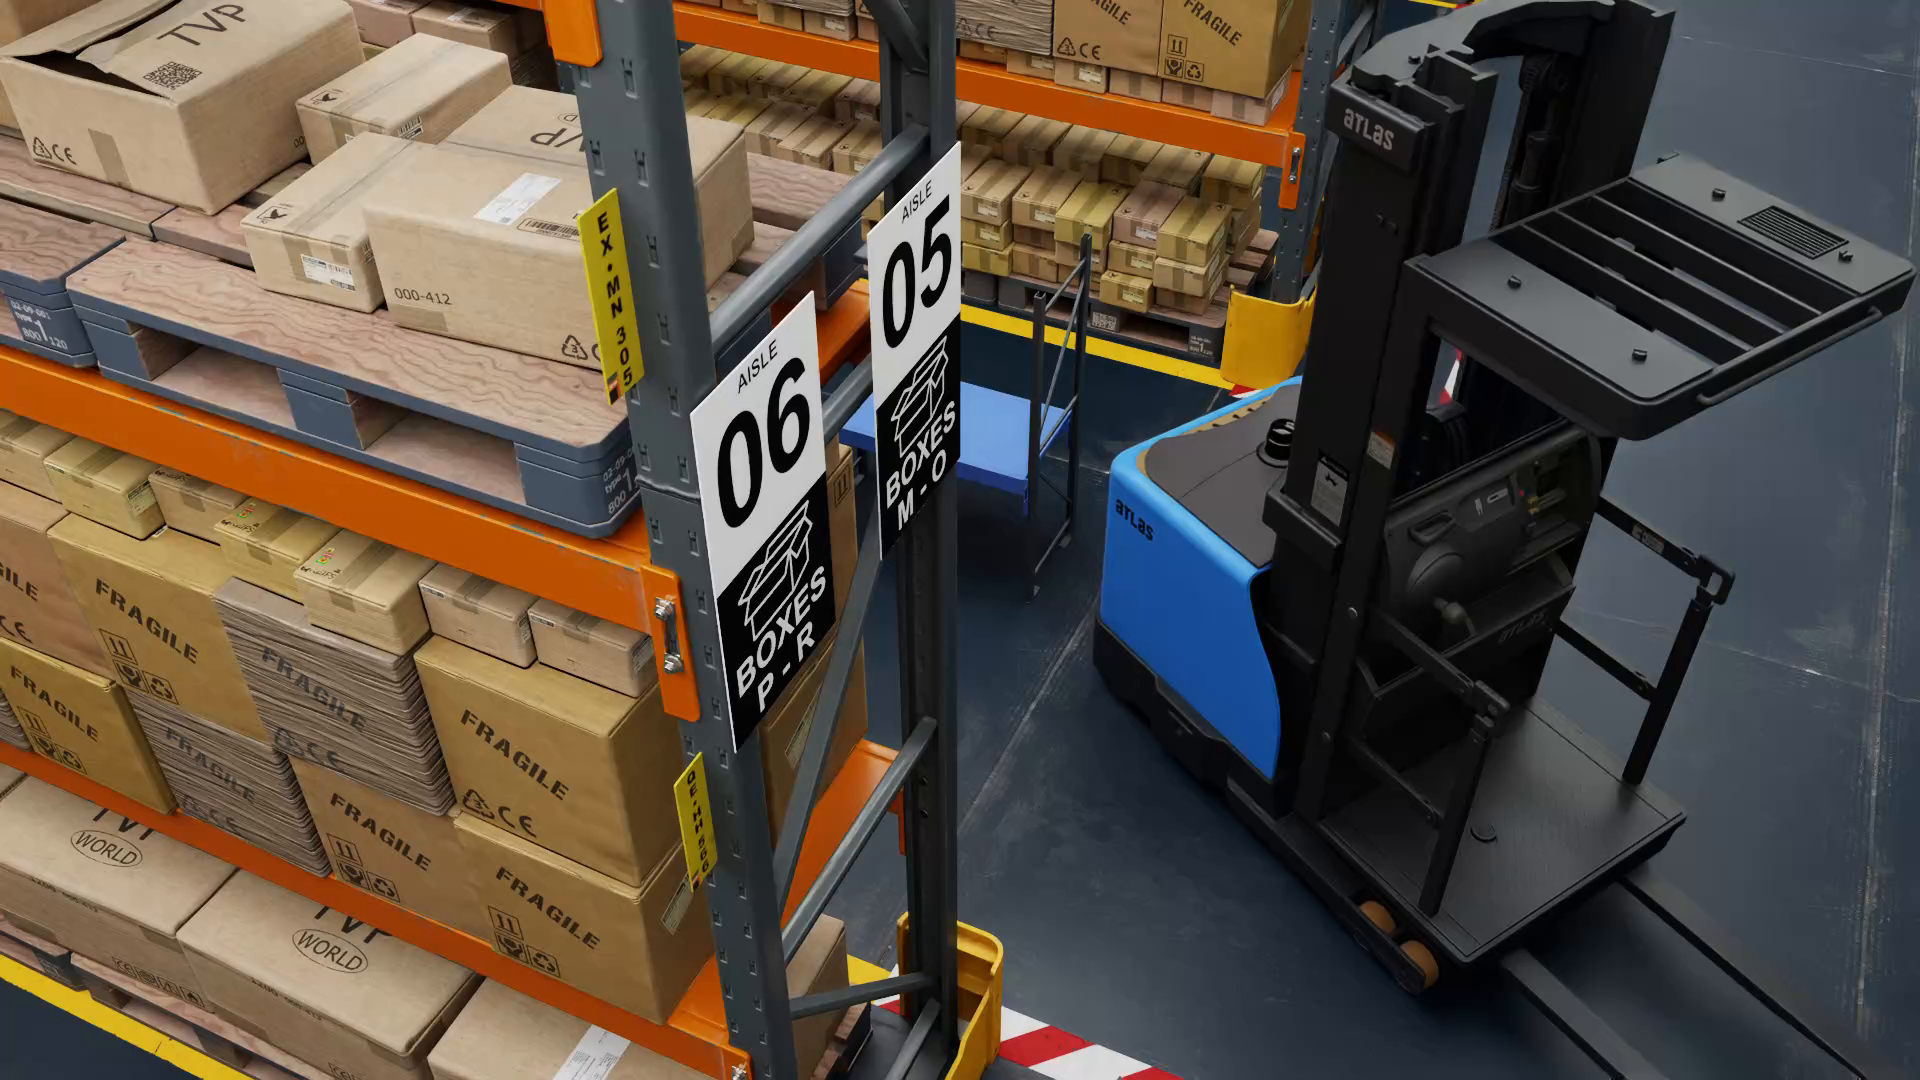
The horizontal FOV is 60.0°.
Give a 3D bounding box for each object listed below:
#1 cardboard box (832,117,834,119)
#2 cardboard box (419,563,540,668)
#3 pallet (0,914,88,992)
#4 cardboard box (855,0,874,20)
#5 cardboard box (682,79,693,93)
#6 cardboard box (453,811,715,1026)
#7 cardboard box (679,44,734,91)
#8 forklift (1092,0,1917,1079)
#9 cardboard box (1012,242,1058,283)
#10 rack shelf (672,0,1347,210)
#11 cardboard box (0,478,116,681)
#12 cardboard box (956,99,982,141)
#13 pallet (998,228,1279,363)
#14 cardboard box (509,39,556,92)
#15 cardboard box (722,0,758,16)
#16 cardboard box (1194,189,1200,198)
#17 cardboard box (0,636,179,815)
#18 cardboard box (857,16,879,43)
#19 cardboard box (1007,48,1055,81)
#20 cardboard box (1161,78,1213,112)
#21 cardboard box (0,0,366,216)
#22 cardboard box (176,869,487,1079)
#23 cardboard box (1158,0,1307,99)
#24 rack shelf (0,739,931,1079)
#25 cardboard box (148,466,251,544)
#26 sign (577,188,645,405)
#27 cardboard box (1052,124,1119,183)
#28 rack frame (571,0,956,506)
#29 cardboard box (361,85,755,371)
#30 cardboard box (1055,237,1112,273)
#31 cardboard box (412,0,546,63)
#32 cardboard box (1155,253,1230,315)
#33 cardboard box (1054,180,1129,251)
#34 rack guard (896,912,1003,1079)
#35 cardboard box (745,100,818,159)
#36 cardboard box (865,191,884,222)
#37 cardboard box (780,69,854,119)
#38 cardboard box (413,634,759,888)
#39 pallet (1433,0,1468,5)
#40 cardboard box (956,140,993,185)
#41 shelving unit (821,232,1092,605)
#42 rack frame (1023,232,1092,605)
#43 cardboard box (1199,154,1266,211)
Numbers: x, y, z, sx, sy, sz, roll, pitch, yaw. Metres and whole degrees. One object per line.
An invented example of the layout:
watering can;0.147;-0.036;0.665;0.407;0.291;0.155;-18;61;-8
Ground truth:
cardboard box;-0.789;-2.347;9.297;0.250;0.149;0.380;17;44;19
cardboard box;-0.922;0.066;3.549;0.250;0.149;0.380;18;44;19
pallet;-3.240;0.966;5.974;1.213;0.211;1.003;17;44;19
cardboard box;-0.162;-2.750;7.829;0.500;0.500;0.500;19;44;21
cardboard box;-1.671;-2.399;9.129;0.250;0.149;0.380;19;44;20
cardboard box;-0.821;0.749;4.020;0.500;0.500;0.500;17;44;19
cardboard box;-1.463;-2.673;9.446;0.250;0.149;0.380;18;44;20
forklift;1.761;0.028;4.979;1.130;2.935;3.031;-24;46;-25
cardboard box;0.456;-1.503;8.549;0.250;0.149;0.380;17;44;19
rack shelf;-0.083;-2.485;8.376;4.000;0.370;1.077;17;44;19
cardboard box;-2.197;-0.051;4.179;0.500;0.500;0.500;17;44;18
cardboard box;-0.071;-2.222;8.925;0.250;0.149;0.380;17;44;19
pallet;0.940;-1.416;8.723;1.213;0.211;1.003;17;44;19
cardboard box;-2.672;-2.580;9.525;0.500;0.500;0.500;16;43;18
cardboard box;-1.004;-2.794;8.376;0.250;0.149;0.380;15;43;17
cardboard box;1.139;-1.804;8.670;0.250;0.149;0.380;17;44;18
cardboard box;-2.213;0.329;4.504;0.500;0.500;0.500;18;44;20
cardboard box;-0.300;-2.561;8.106;0.250;0.149;0.380;19;44;20
cardboard box;0.404;-2.330;7.839;0.250;0.149;0.380;15;43;17
cardboard box;1.105;-2.122;7.600;0.250;0.149;0.380;17;44;19
cardboard box;-1.607;-0.978;3.469;0.500;0.311;0.500;18;44;19
cardboard box;-1.745;1.201;5.210;0.875;0.438;0.875;18;44;20
cardboard box;1.214;-2.325;7.339;0.500;0.500;0.500;18;44;19
rack shelf;-2.084;0.481;4.954;4.000;0.370;1.077;17;44;19
cardboard box;-1.609;-0.165;3.815;0.250;0.149;0.380;17;44;18
sign;-0.514;-0.357;2.466;0.005;0.325;0.100;17;44;19
cardboard box;0.664;-2.026;8.700;0.250;0.149;0.380;15;43;17
rack frame;-0.272;-1.504;2.115;0.127;3.000;1.000;17;44;19
cardboard box;-0.717;-0.582;3.058;0.500;0.250;0.500;13;43;15
cardboard box;0.659;-1.517;8.338;0.250;0.149;0.380;15;43;17
cardboard box;-2.677;-2.865;9.280;0.500;0.250;0.500;16;43;18
cardboard box;1.165;-1.307;8.323;0.250;0.149;0.380;18;44;19
cardboard box;0.651;-1.606;8.214;0.250;0.149;0.380;16;43;18
rack guard;-0.250;1.714;4.891;0.348;0.500;1.175;17;44;19
cardboard box;-0.950;-2.188;8.886;0.250;0.149;0.380;16;43;18
cardboard box;-0.301;-1.794;8.659;0.250;0.149;0.380;17;44;19
cardboard box;-0.784;-2.443;9.180;0.250;0.149;0.380;18;44;20
cardboard box;-0.809;0.355;3.710;0.500;0.500;0.500;18;44;20
pallet;3.161;-4.240;11.981;1.213;0.211;1.003;17;44;19
cardboard box;-0.016;-1.895;8.548;0.250;0.149;0.380;16;43;17
shelving unit;-0.077;-0.590;6.786;1.048;1.500;0.538;17;44;19
rack frame;0.383;-0.450;6.624;0.032;1.500;0.500;17;44;19
cardboard box;1.399;-1.856;8.503;0.250;0.149;0.380;15;43;17
